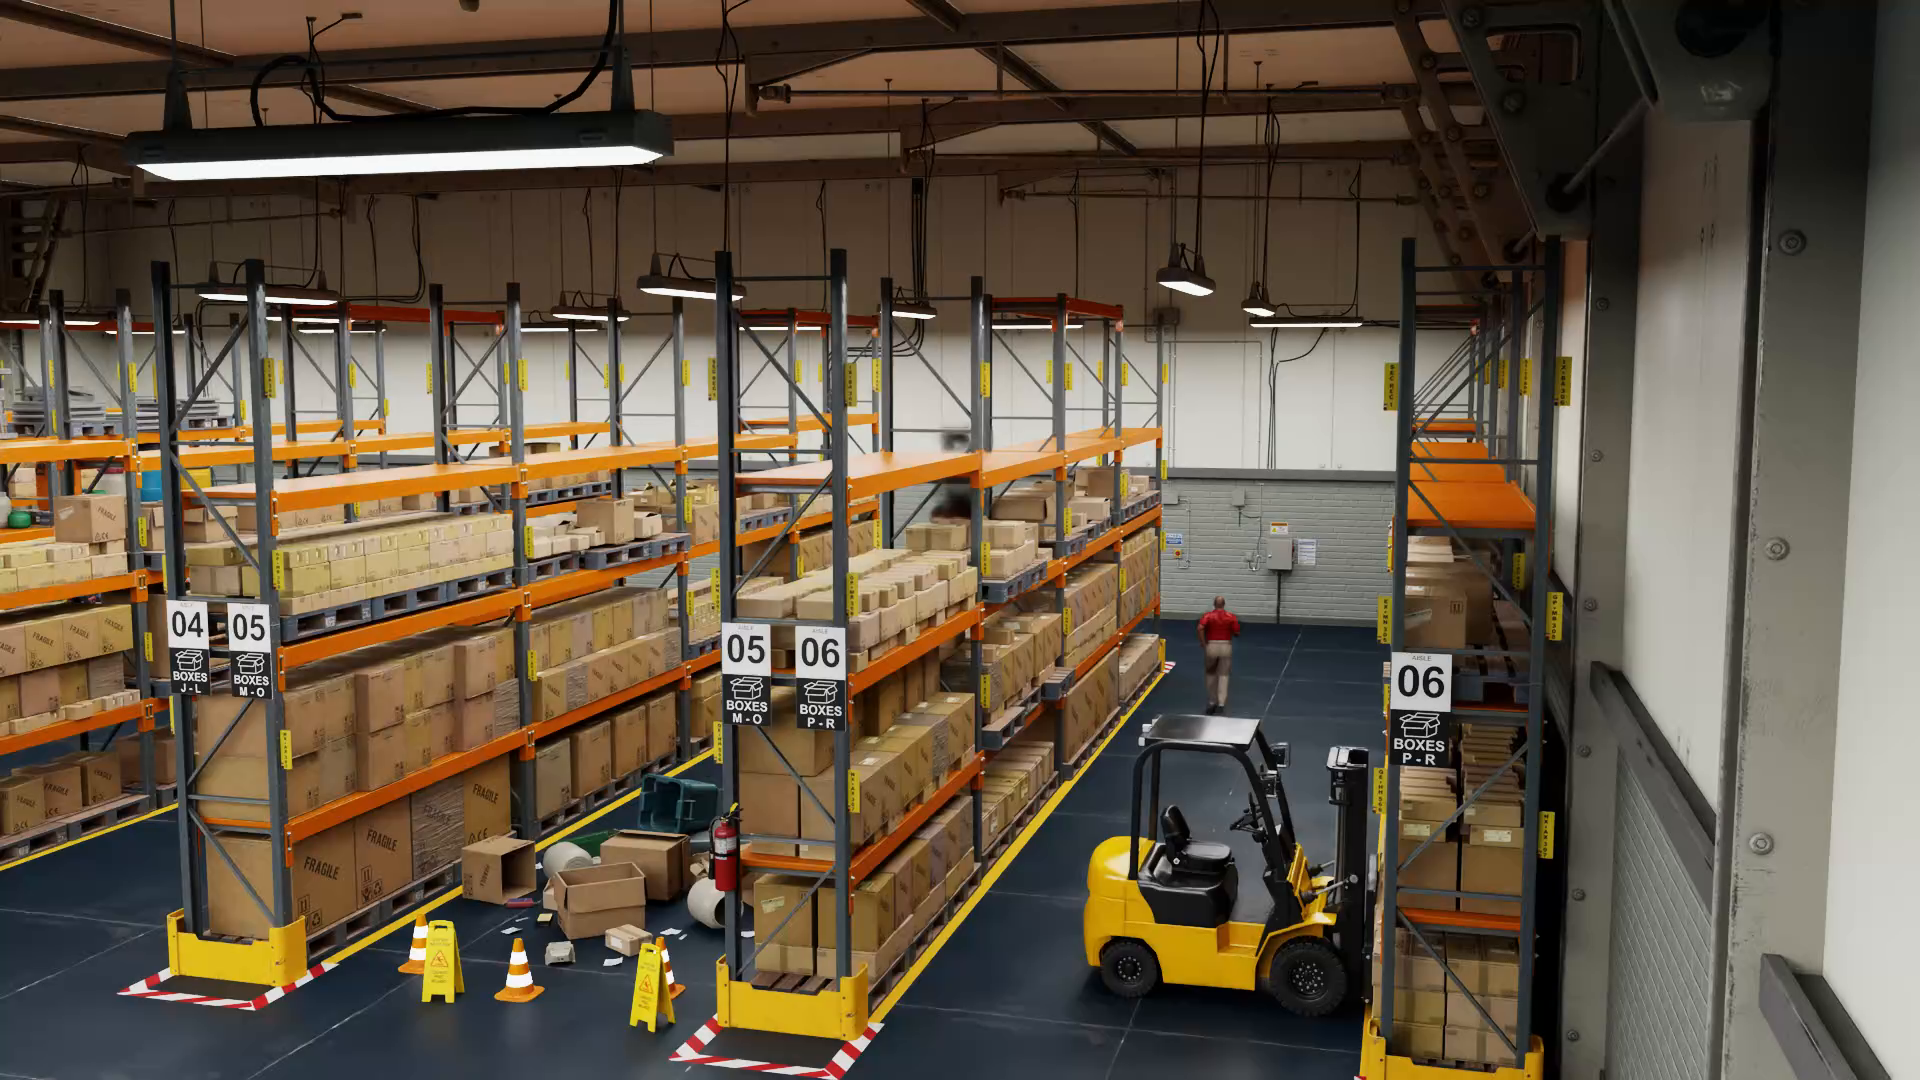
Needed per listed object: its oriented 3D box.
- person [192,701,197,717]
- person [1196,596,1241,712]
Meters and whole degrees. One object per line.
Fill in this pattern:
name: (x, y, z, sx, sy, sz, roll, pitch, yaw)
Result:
person: (-10.493, 1.880, 22.910, 0.655, 1.738, 0.631, 1, 6, 12)
person: (3.823, 1.701, 24.582, 0.648, 1.775, 0.851, 1, 6, 10)
